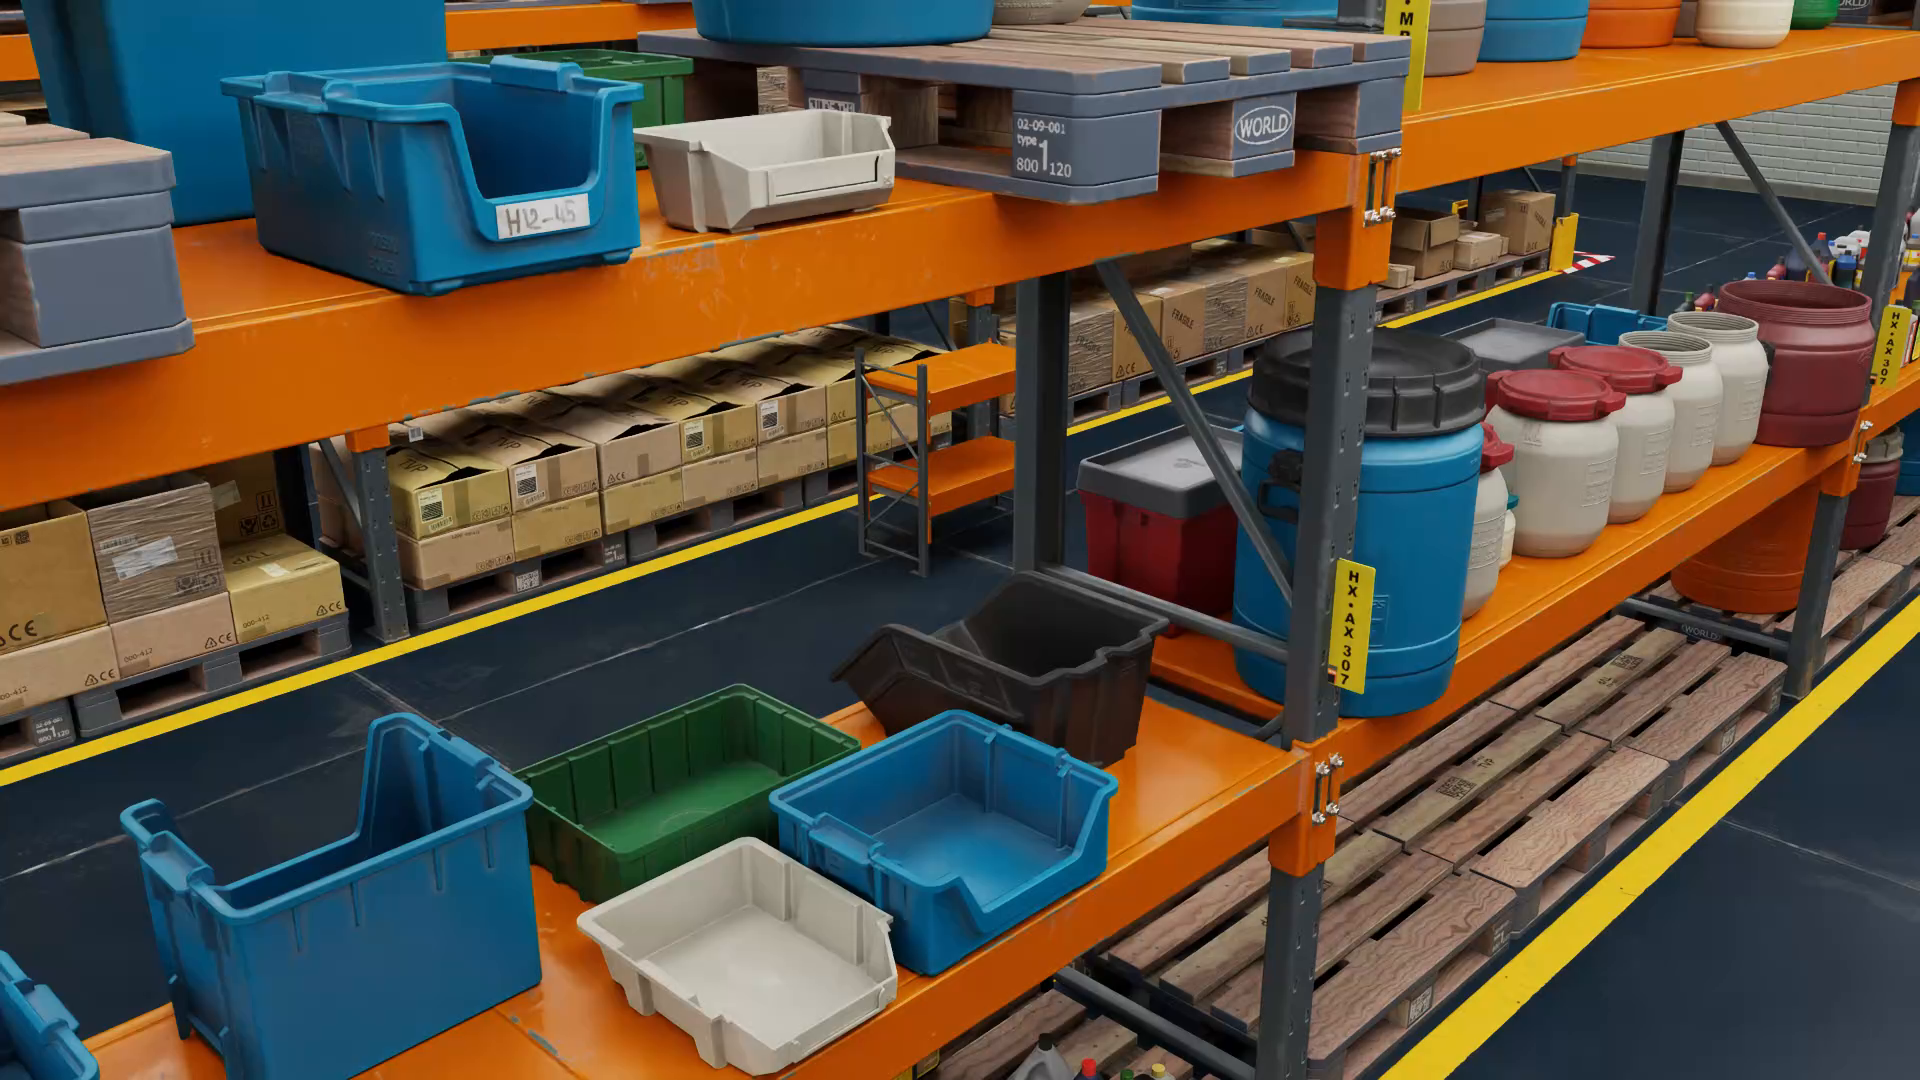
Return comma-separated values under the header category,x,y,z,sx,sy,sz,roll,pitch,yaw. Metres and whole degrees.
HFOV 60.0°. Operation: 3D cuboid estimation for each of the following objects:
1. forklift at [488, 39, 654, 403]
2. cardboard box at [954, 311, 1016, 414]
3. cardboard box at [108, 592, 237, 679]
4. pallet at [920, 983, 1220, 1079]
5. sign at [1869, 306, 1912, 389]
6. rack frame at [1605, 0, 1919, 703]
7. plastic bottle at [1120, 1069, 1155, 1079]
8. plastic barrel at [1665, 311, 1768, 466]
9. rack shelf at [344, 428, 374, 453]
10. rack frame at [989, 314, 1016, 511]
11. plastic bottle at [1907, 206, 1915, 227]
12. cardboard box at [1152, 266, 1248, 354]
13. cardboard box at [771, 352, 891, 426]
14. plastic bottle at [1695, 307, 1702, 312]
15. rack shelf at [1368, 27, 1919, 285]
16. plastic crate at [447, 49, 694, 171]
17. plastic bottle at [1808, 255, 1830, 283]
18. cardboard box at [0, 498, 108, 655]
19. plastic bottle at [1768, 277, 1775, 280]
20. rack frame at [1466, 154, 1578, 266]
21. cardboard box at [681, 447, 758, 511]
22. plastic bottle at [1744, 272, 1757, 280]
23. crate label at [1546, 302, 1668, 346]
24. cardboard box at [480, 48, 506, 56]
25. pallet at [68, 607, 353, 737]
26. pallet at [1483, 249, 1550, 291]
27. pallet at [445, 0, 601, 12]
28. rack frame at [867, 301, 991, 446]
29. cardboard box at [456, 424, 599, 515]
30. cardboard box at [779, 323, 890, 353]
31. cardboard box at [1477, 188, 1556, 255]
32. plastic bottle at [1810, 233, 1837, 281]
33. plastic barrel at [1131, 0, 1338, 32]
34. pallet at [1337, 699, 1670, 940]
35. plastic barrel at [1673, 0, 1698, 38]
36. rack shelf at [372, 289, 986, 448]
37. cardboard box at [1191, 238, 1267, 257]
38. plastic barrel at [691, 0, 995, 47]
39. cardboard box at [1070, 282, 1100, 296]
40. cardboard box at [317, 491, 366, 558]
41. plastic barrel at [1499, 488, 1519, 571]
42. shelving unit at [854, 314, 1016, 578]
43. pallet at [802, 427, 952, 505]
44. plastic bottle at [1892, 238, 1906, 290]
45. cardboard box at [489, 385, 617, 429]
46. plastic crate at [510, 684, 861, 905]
category,x,y,z,sx,sy,sz,roll,pitch,yaw
forklift,-2.545,-2.669,11.934,1.130,2.935,3.031,1,21,3
cardboard box,0.313,-1.158,10.776,0.500,0.500,0.500,-19,28,-40
cardboard box,-3.523,0.342,7.251,0.500,0.250,0.500,19,28,41
pallet,0.048,1.659,4.464,1.003,0.211,1.213,19,28,41
sign,3.736,-0.773,6.678,0.100,0.325,0.005,19,28,41
rack frame,3.337,-0.833,7.060,1.000,3.000,0.127,19,28,41
plastic bottle,0.447,1.464,4.257,0.133,0.283,0.061,-18,28,-39
plastic barrel,2.772,-0.567,6.213,0.421,0.512,0.421,0,21,0
rack shelf,-4.395,-0.195,6.405,1.077,0.370,4.000,19,28,41
rack frame,0.359,-0.657,9.217,0.500,1.125,0.032,19,28,41
plastic bottle,5.566,-1.819,9.789,0.061,0.283,0.133,19,28,41
cardboard box,1.741,-1.688,12.156,0.500,0.500,0.500,20,29,41
cardboard box,-0.756,-0.916,9.743,0.500,0.311,0.500,19,28,40
plastic bottle,3.407,-0.976,7.710,0.097,0.201,0.097,0,21,0
rack shelf,1.942,-1.383,5.314,1.077,0.370,4.000,19,28,41
plastic crate,-0.749,-0.768,3.007,0.336,0.188,0.450,19,28,41
plastic bottle,4.343,-1.294,8.424,0.061,0.283,0.133,19,28,41
cardboard box,-3.870,0.121,6.781,0.500,0.500,0.500,19,28,41
plastic bottle,4.043,-1.210,8.320,0.097,0.201,0.097,0,21,0
rack frame,5.371,-4.130,15.639,1.000,3.000,0.127,19,28,41
cardboard box,-1.469,-0.395,9.168,0.500,0.250,0.500,-20,28,-41
plastic bottle,3.839,-1.168,8.112,0.097,0.271,0.097,0,21,0
crate label,2.450,-0.662,6.566,0.502,0.435,0.616,19,28,41
cardboard box,-3.631,-4.039,13.774,0.500,0.250,0.500,-19,28,-41
pallet,-3.585,0.450,7.609,1.003,0.211,1.213,19,28,41
pallet,4.763,-2.603,15.554,1.003,0.211,1.213,19,28,41
pallet,-2.394,-2.586,7.708,0.805,0.209,1.217,18,27,39
rack frame,-0.210,-2.074,10.288,1.000,3.000,0.127,19,28,41
cardboard box,-2.180,-0.391,8.376,0.500,0.311,0.500,19,28,40
cardboard box,-0.785,-1.187,10.447,0.500,0.311,0.500,-19,28,-40
cardboard box,5.168,-2.967,15.484,0.500,0.500,0.500,19,28,41
plastic bottle,4.473,-1.427,8.674,0.144,0.351,0.185,19,28,41
plastic barrel,0.746,-1.624,4.239,0.600,0.901,0.708,19,28,41
pallet,1.918,0.970,6.256,1.003,0.211,1.213,19,28,41
plastic barrel,2.608,-2.310,6.024,0.600,0.901,0.600,0,21,0
rack shelf,-1.605,-1.224,9.080,1.077,0.370,4.000,19,28,41
cardboard box,2.069,-2.077,13.168,0.500,0.500,0.500,18,27,38
plastic barrel,-0.225,-1.406,3.086,0.600,0.901,0.708,19,28,41
cardboard box,0.636,-1.544,11.782,0.500,0.500,0.500,18,27,39
cardboard box,-2.918,-0.137,8.497,0.500,0.250,0.500,19,28,40
plastic barrel,1.580,-0.042,5.195,0.301,0.262,0.301,0,21,0
shelving unit,0.005,-0.527,8.877,0.538,1.125,1.048,19,28,41
pallet,-0.812,-0.570,10.264,1.003,0.211,1.213,19,28,41
plastic bottle,4.994,-1.503,8.978,0.152,0.276,0.135,19,28,41
cardboard box,-2.215,-0.658,9.072,0.500,0.311,0.500,19,28,40
plastic crate,-0.603,0.573,3.699,0.450,0.188,0.662,19,28,41
